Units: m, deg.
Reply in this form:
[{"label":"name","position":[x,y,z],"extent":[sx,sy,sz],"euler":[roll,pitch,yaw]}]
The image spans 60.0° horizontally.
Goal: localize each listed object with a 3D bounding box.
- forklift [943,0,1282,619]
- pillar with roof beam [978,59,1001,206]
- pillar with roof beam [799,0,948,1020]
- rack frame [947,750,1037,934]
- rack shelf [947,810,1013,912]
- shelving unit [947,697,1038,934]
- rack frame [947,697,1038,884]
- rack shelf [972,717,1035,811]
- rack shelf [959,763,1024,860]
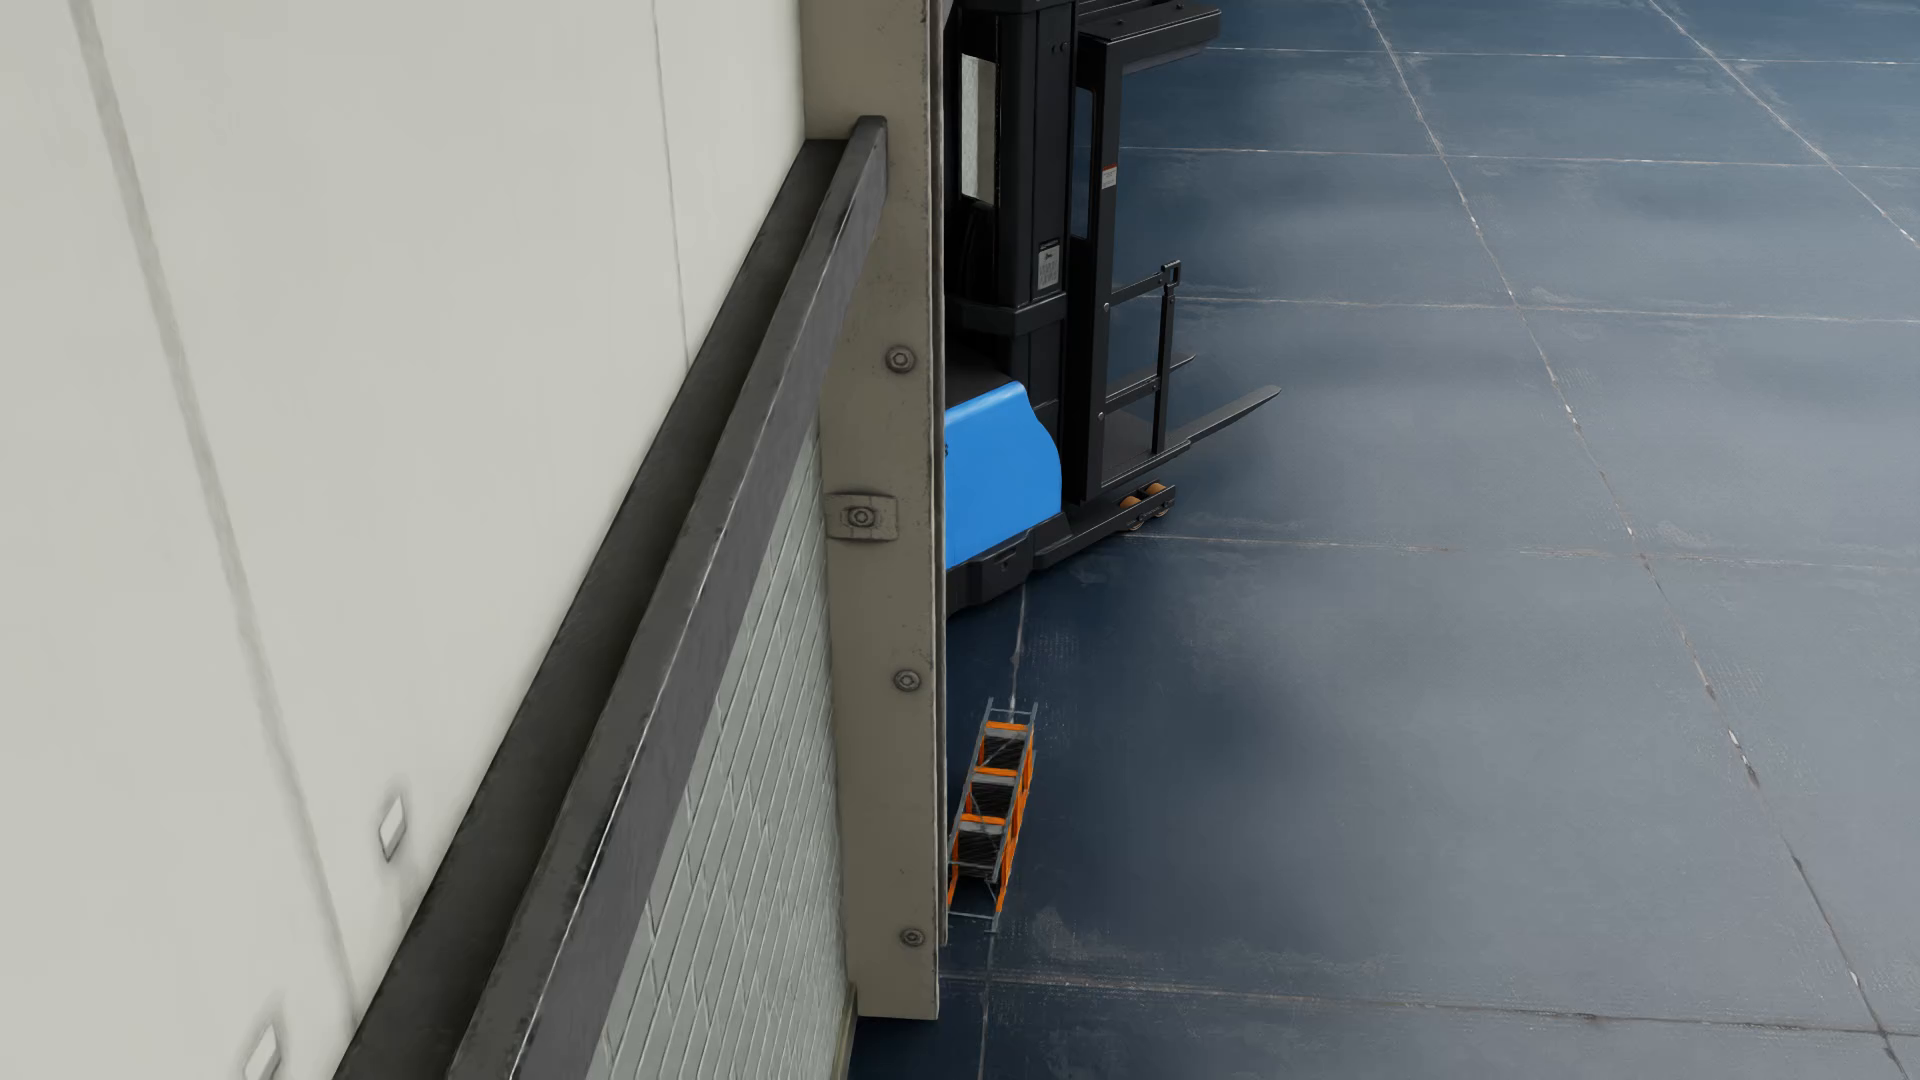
[{"label":"forklift","position":[0.452,-1.473,7.847],"extent":[3.031,2.935,1.130],"euler":[-27,40,-36]},{"label":"pillar with roof beam","position":[4.565,-5.273,8.228],"extent":[9.100,9.000,0.400],"euler":[2,32,4]},{"label":"pillar with roof beam","position":[4.076,-2.135,3.137],"extent":[9.100,9.000,0.400],"euler":[2,32,4]},{"label":"rack frame","position":[0.122,1.128,6.406],"extent":[0.200,0.008,1.050],"euler":[5,32,9]},{"label":"rack shelf","position":[0.070,1.173,6.101],"extent":[0.215,0.240,0.259],"euler":[5,32,9]},{"label":"shelving unit","position":[0.122,1.024,6.342],"extent":[0.215,0.252,1.050],"euler":[5,32,9]},{"label":"rack frame","position":[0.122,0.920,6.278],"extent":[0.200,0.008,1.050],"euler":[5,32,9]},{"label":"rack shelf","position":[0.172,0.883,6.571],"extent":[0.215,0.240,0.259],"euler":[5,32,9]},{"label":"rack shelf","position":[0.120,1.030,6.333],"extent":[0.215,0.240,0.259],"euler":[5,32,9]}]
